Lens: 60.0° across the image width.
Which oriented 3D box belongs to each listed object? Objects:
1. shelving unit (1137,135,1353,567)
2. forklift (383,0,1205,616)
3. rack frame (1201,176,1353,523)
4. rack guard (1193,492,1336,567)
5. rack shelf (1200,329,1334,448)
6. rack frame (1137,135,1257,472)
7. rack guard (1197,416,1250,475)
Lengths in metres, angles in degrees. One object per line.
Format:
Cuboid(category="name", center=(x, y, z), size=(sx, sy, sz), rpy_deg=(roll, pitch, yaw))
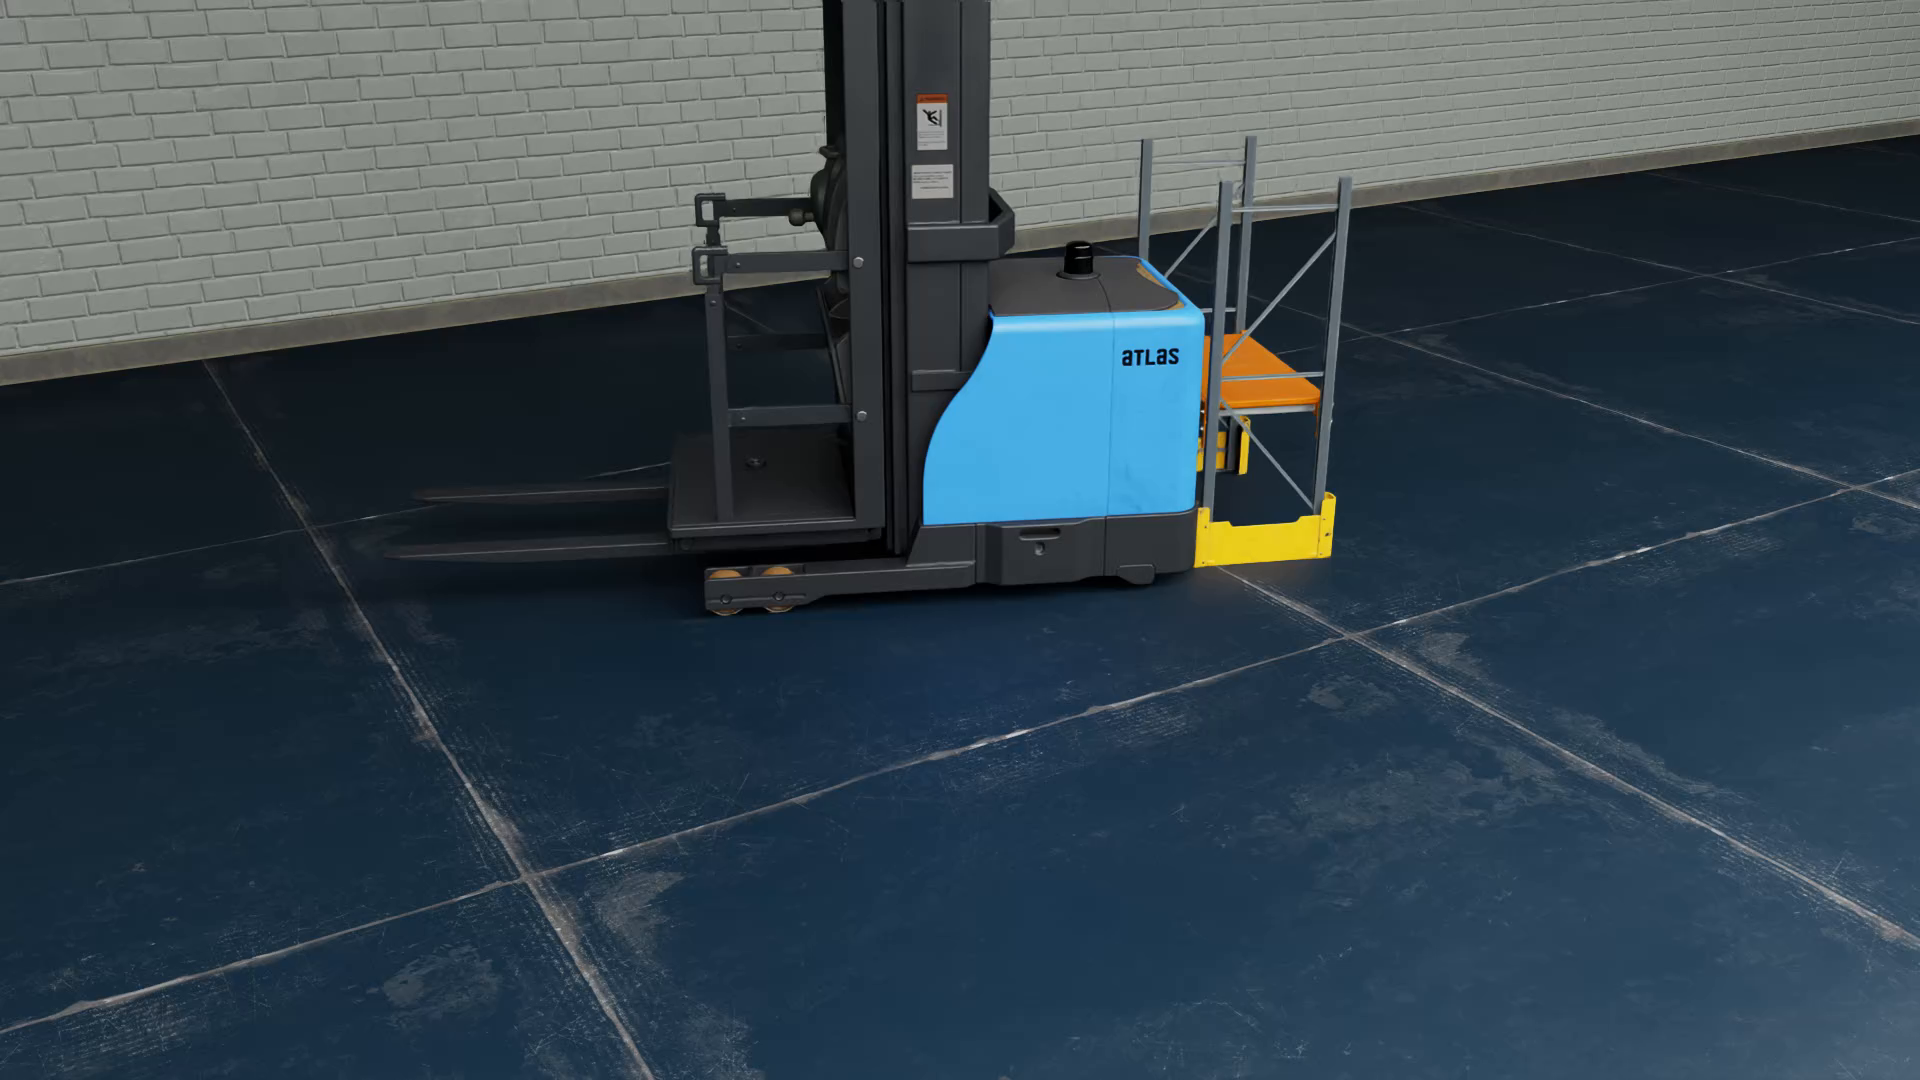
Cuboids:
Cuboid(category="shelving unit", center=(1.101, -0.805, 6.801), size=(0.587, 1.500, 1.083), rpy_deg=(-4, 22, -10))
Cuboid(category="forklift", center=(-0.653, -1.291, 6.096), size=(3.031, 2.935, 1.130), rpy_deg=(-3, 22, -7))
Cuboid(category="rack frame", center=(1.191, -0.621, 6.346), size=(0.500, 1.500, 0.032), rpy_deg=(-4, 22, -10))
Cuboid(category="rack guard", center=(1.190, -0.042, 6.583), size=(0.587, 0.250, 0.087), rpy_deg=(-4, 22, -10))
Cuboid(category="rack shelf", center=(1.099, -0.642, 6.877), size=(0.538, 0.185, 1.000), rpy_deg=(-4, 22, -10))
Cuboid(category="rack frame", center=(1.007, -0.997, 7.273), size=(0.500, 1.500, 0.032), rpy_deg=(-4, 22, -10))
Cuboid(category="rack guard", center=(1.011, -0.411, 7.490), size=(0.587, 0.250, 0.087), rpy_deg=(-4, 22, -10))
